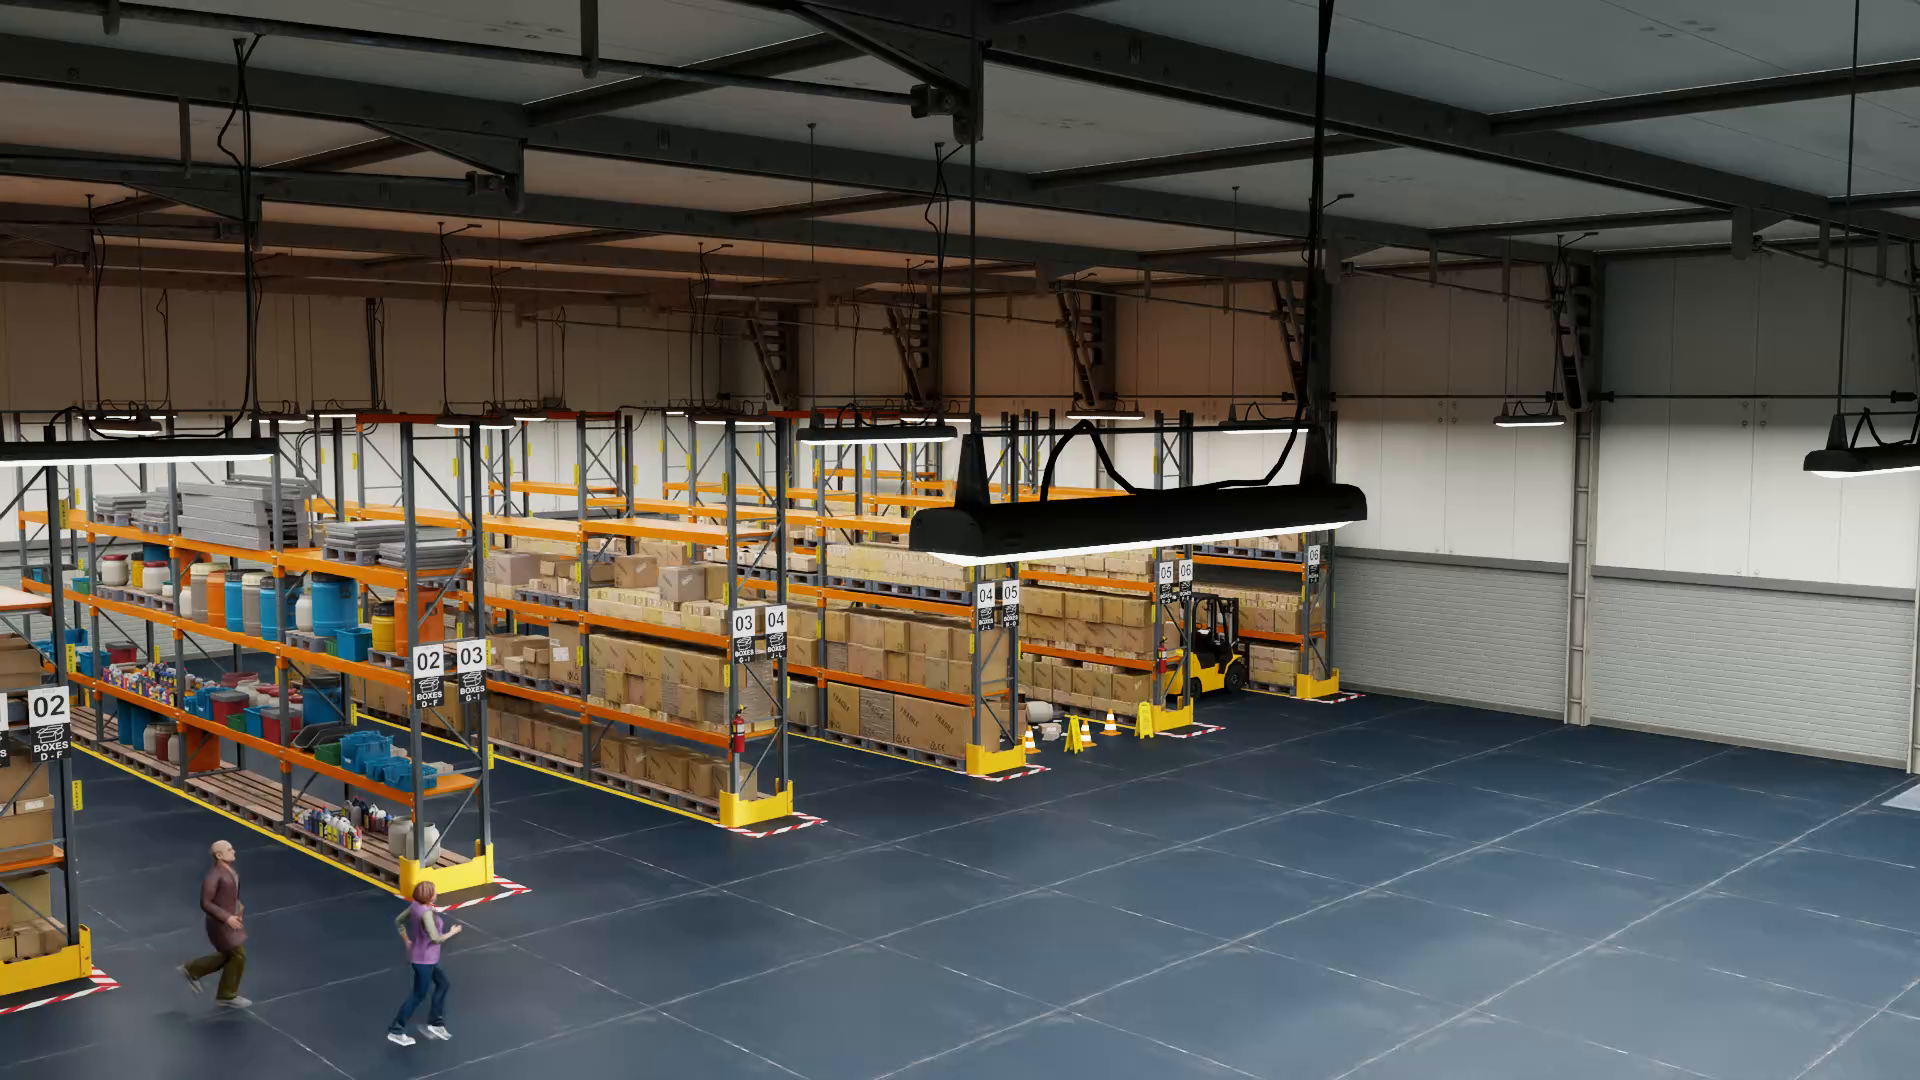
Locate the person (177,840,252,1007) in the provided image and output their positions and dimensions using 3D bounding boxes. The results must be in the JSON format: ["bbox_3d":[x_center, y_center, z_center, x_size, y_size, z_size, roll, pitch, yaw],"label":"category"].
[{"bbox_3d":[-7.734,3.977,17.197,0.729,1.775,0.716,-1,5,-11],"label":"person"}]

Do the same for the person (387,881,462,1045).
[{"bbox_3d":[-5.210,4.127,16.169,0.732,1.656,0.538,-2,6,-26],"label":"person"}]
